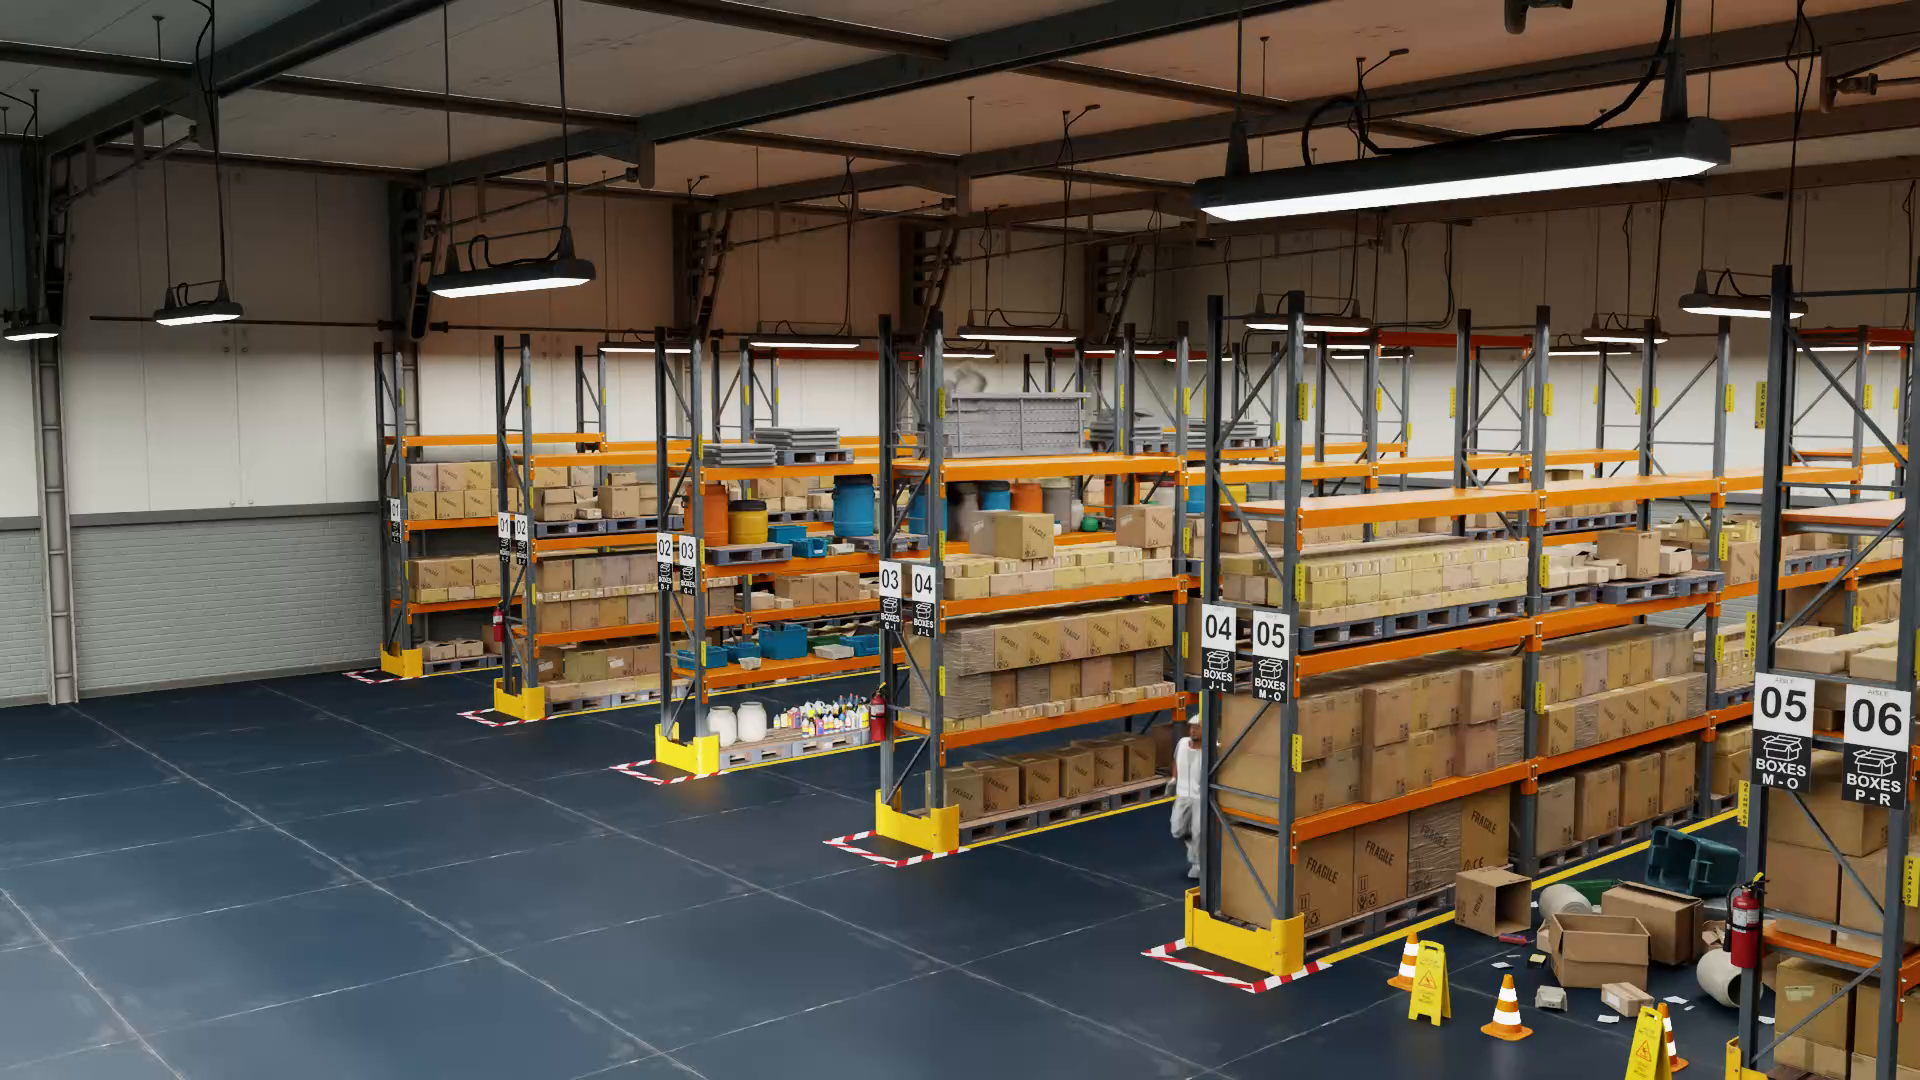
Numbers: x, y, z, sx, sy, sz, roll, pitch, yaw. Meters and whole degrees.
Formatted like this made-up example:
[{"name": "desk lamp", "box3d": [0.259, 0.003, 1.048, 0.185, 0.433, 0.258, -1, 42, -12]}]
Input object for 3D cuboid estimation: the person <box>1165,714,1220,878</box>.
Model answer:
[{"name": "person", "box3d": [2.473, 2.703, 17.545, 0.683, 1.734, 0.592, 3, 6, 33]}]
